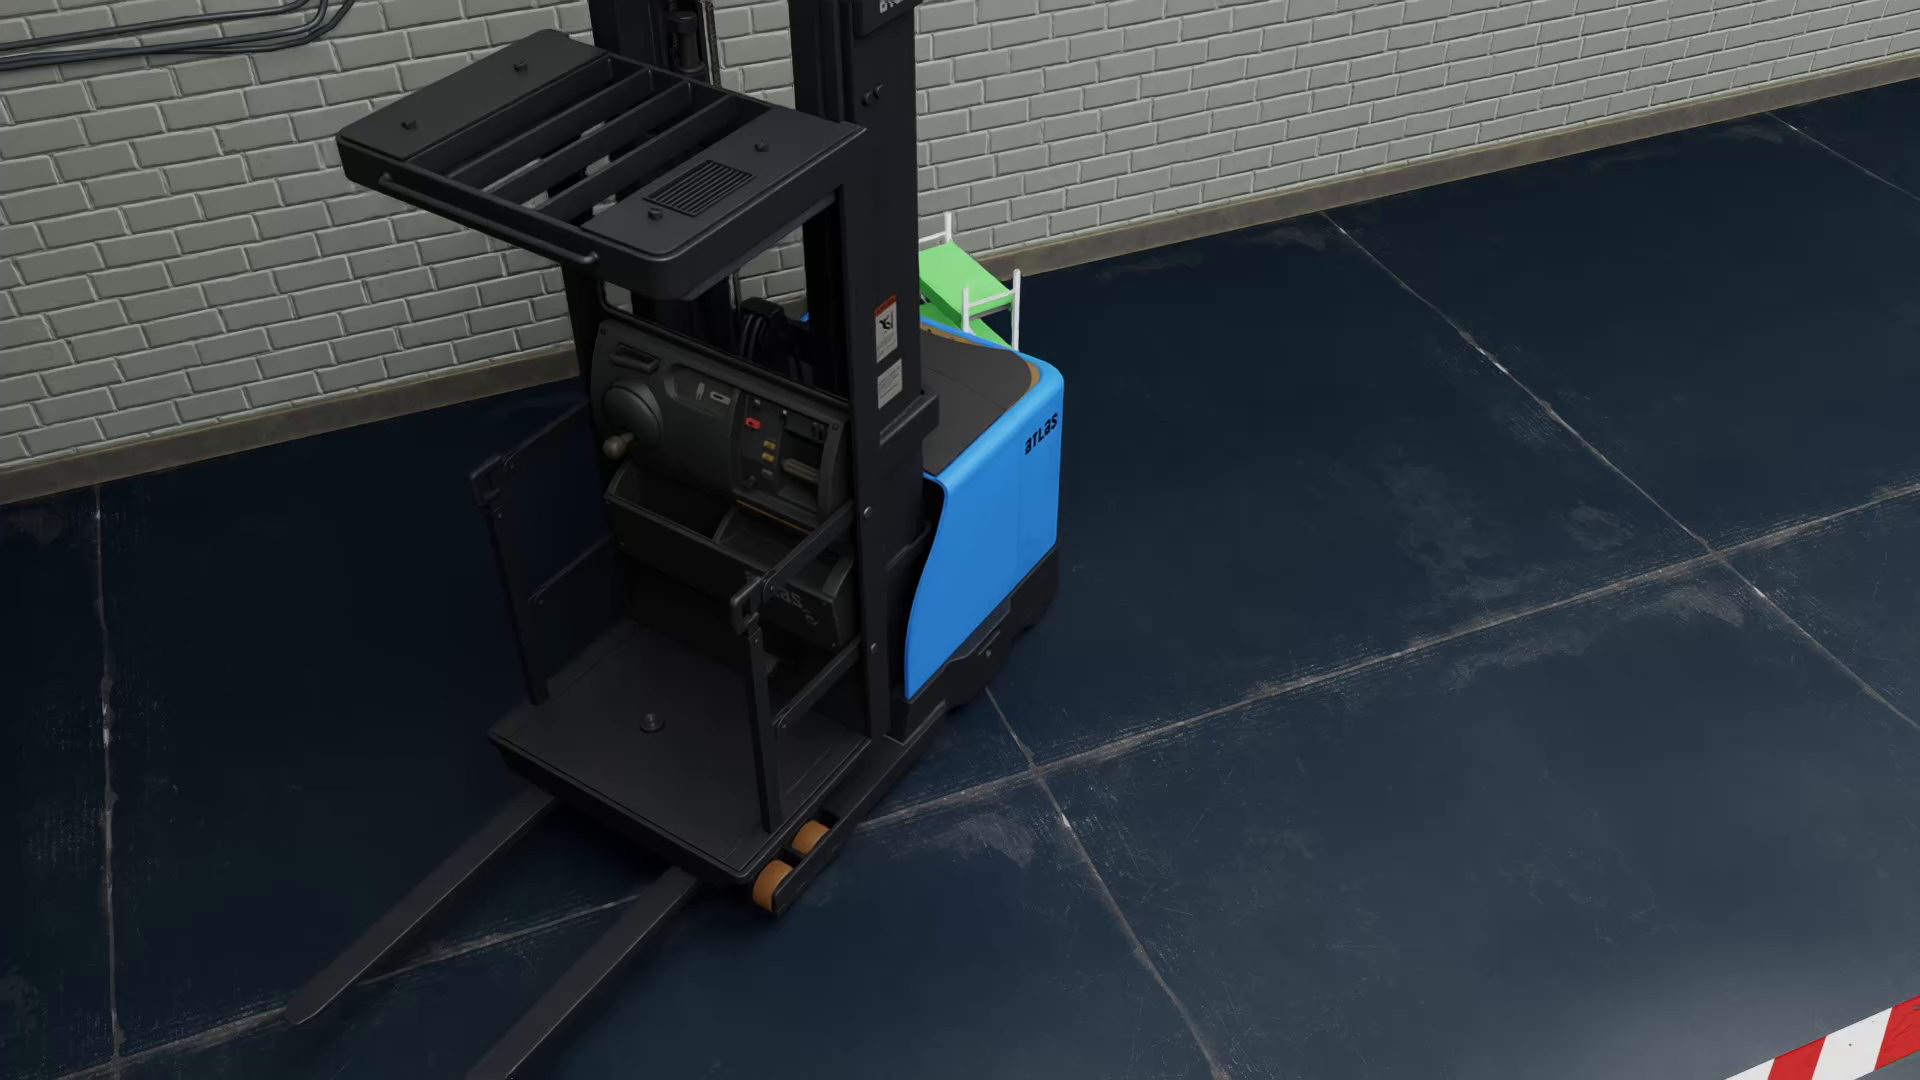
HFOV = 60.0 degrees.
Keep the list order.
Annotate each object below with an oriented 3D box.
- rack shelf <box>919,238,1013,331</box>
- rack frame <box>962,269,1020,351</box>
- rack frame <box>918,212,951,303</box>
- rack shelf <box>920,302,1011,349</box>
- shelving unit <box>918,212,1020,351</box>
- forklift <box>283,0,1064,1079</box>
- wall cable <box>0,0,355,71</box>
[{"bbox_3d":[-0.014,-0.940,6.284,0.258,0.148,0.480,-22,45,-23],"label":"rack shelf"},{"bbox_3d":[0.113,-0.488,6.397,0.240,1.200,0.015,-22,45,-23],"label":"rack frame"},{"bbox_3d":[-0.140,-0.760,6.714,0.240,1.200,0.015,-22,45,-23],"label":"rack frame"},{"bbox_3d":[-0.014,-0.758,6.441,0.258,0.148,0.480,-22,45,-23],"label":"rack shelf"},{"bbox_3d":[-0.014,-0.624,6.556,0.258,1.200,0.503,-22,45,-23],"label":"shelving unit"},{"bbox_3d":[-0.850,-0.270,4.816,1.130,2.935,3.031,23,46,25],"label":"forklift"},{"bbox_3d":[-3.605,-2.473,5.105,3.097,2.526,0.112,-15,43,-17],"label":"wall cable"}]
